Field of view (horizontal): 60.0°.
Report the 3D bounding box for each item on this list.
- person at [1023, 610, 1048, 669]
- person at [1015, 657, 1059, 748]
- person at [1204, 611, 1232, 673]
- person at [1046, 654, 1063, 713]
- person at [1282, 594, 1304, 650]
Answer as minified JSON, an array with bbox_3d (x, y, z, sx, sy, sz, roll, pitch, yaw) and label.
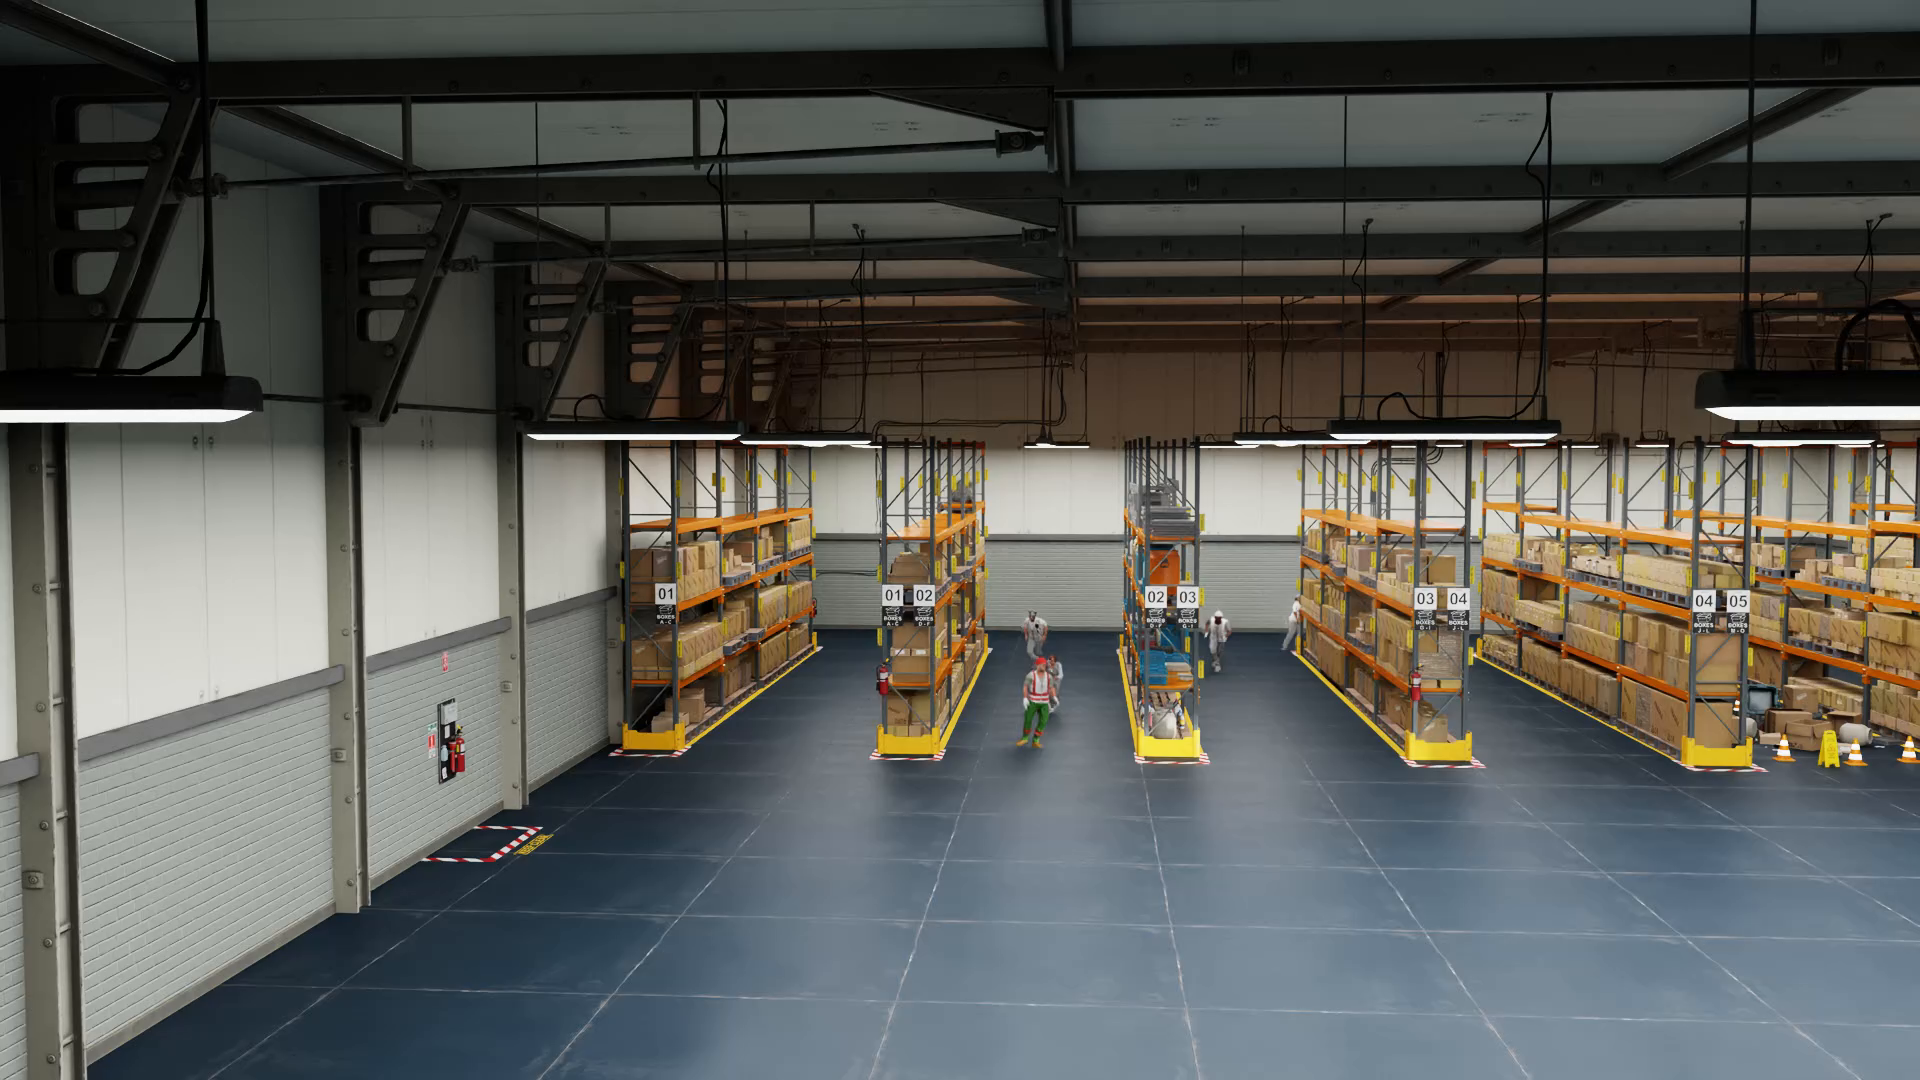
[{"bbox_3d":[2.011,2.609,43.780,0.670,1.572,0.946,1,3,18],"label":"person"},{"bbox_3d":[1.473,3.130,31.995,0.774,1.753,0.570,-1,3,-15],"label":"person"},{"bbox_3d":[6.712,2.602,43.279,0.701,1.603,1.134,0,3,8],"label":"person"},{"bbox_3d":[1.994,3.111,36.006,0.551,1.345,0.923,1,3,15],"label":"person"},{"bbox_3d":[9.621,2.362,47.889,0.653,1.642,0.645,1,3,22],"label":"person"}]
